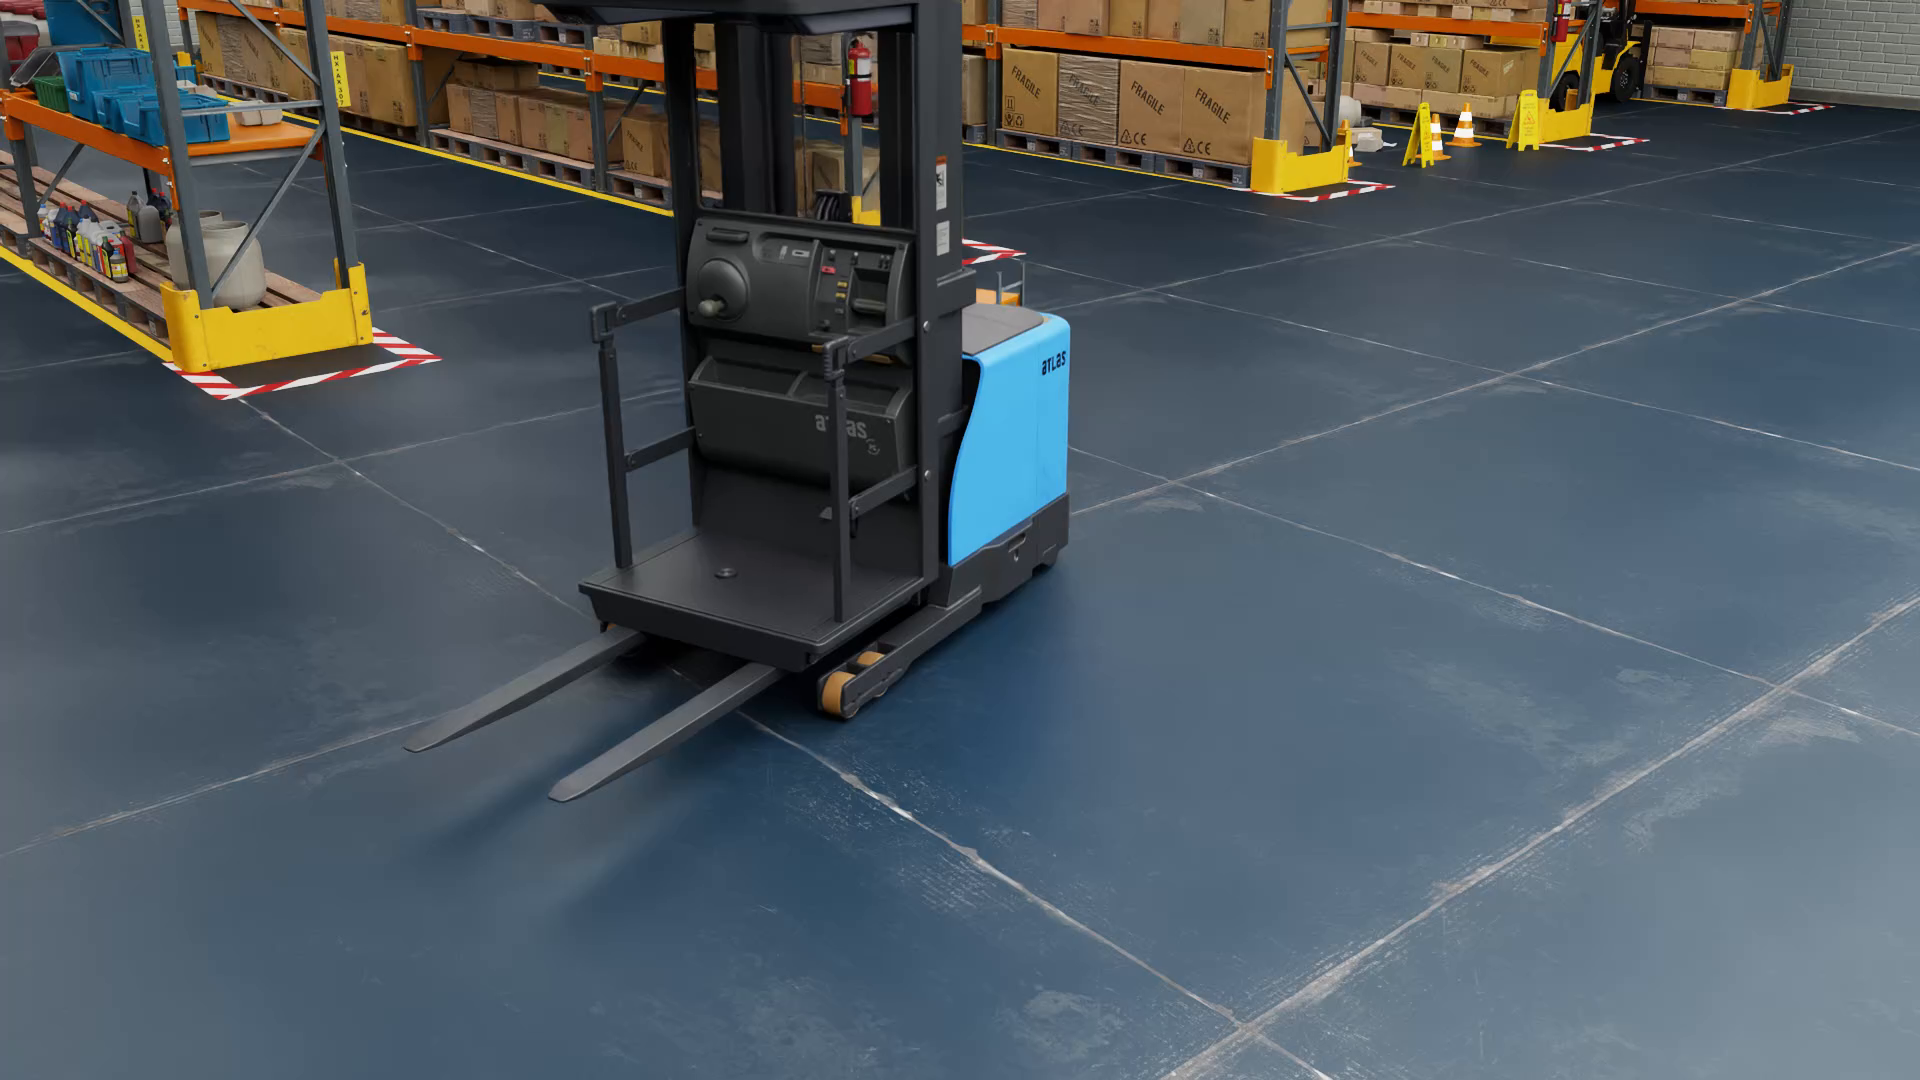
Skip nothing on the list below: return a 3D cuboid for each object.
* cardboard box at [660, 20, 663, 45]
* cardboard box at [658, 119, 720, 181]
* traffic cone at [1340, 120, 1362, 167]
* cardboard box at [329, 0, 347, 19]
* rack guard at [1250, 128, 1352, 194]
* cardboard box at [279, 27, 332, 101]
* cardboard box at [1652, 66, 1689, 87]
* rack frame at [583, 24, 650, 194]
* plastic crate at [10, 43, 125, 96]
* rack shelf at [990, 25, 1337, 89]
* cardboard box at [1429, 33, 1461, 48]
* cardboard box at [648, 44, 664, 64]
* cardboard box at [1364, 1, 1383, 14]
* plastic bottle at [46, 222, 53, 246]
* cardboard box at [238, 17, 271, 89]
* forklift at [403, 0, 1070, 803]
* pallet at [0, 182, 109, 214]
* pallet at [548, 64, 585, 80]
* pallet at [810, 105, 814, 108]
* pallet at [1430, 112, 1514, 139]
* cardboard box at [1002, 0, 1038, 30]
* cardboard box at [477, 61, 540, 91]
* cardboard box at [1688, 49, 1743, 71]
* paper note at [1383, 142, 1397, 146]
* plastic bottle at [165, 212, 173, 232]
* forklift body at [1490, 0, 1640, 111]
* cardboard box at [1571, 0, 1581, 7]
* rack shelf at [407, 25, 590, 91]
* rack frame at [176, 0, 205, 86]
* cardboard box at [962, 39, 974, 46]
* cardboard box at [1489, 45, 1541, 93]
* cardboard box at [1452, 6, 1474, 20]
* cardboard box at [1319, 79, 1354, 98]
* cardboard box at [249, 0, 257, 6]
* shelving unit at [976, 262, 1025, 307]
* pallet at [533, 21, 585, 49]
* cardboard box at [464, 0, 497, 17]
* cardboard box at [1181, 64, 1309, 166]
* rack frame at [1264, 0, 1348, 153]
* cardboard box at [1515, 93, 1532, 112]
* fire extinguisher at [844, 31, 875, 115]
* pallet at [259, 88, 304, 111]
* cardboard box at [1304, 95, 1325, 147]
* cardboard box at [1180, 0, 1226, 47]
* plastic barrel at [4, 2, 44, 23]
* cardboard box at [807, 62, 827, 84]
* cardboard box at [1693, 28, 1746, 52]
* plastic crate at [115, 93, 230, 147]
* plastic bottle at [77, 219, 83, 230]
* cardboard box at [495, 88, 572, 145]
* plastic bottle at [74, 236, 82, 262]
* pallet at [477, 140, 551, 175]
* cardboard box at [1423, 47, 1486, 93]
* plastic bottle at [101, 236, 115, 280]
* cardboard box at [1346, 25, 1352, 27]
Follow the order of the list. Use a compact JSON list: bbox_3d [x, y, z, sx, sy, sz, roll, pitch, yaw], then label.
[{"bbox_3d":[-2.148,-4.644,14.683,0.875,0.500,0.500,-17,27,-37],"label":"cardboard box"},{"bbox_3d":[-2.487,-3.614,15.449,0.500,0.500,0.500,-9,23,-21],"label":"cardboard box"},{"bbox_3d":[4.067,-4.210,17.598,0.336,0.463,0.334,-17,27,-37],"label":"traffic cone"},{"bbox_3d":[-7.212,-6.510,19.856,0.500,0.500,0.500,-17,27,-36],"label":"cardboard box"},{"bbox_3d":[3.353,-3.736,16.336,1.175,0.500,0.348,-17,27,-37],"label":"rack guard"},{"bbox_3d":[-7.886,-6.103,21.291,1.225,0.875,0.875,-17,27,-37],"label":"cardboard box"},{"bbox_3d":[9.916,-6.405,22.918,0.500,0.250,0.500,-17,27,-37],"label":"cardboard box"},{"bbox_3d":[-3.097,-4.859,15.776,1.000,3.000,0.127,-17,27,-37],"label":"rack frame"},{"bbox_3d":[-6.604,-3.476,12.330,0.767,0.338,0.504,-17,27,-37],"label":"plastic crate"},{"bbox_3d":[2.032,-5.124,17.440,1.077,0.370,4.000,-17,27,-37],"label":"rack shelf"},{"bbox_3d":[5.849,-5.994,19.951,0.380,0.149,0.250,-17,27,-37],"label":"cardboard box"},{"bbox_3d":[-2.545,-4.330,14.771,0.380,0.149,0.250,-17,27,-37],"label":"cardboard box"},{"bbox_3d":[5.201,-6.582,20.520,0.380,0.149,0.250,-17,27,-37],"label":"cardboard box"},{"bbox_3d":[-6.840,-2.333,12.561,0.097,0.201,0.097,0,21,0],"label":"plastic bottle"},{"bbox_3d":[-9.277,-6.725,22.879,0.875,0.875,0.875,-17,27,-37],"label":"cardboard box"},{"bbox_3d":[-0.702,-0.924,5.824,1.130,2.935,3.031,12,24,28],"label":"forklift"},{"bbox_3d":[-8.192,-2.926,14.665,1.003,0.211,1.213,-17,27,-37],"label":"pallet"},{"bbox_3d":[-5.761,-7.438,26.184,1.003,0.211,1.213,-17,27,-37],"label":"pallet"},{"bbox_3d":[-2.393,-6.034,22.601,1.003,0.211,1.213,-17,27,-37],"label":"pallet"},{"bbox_3d":[6.469,-5.068,20.134,1.003,0.211,1.213,-17,27,-37],"label":"pallet"},{"bbox_3d":[0.976,-5.982,18.439,0.875,0.550,0.550,-17,27,-37],"label":"cardboard box"},{"bbox_3d":[-4.894,-5.032,18.014,0.500,0.250,0.500,-14,25,-32],"label":"cardboard box"},{"bbox_3d":[10.225,-6.503,22.484,0.500,0.250,0.500,-18,28,-38],"label":"cardboard box"},{"bbox_3d":[4.897,-4.517,18.976,0.142,0.019,0.148,12,24,27],"label":"paper note"},{"bbox_3d":[-5.852,-2.297,12.356,0.061,0.283,0.133,-17,27,-37],"label":"plastic bottle"},{"bbox_3d":[8.160,-6.990,22.381,2.313,2.155,1.214,-17,27,-37],"label":"forklift body"},{"bbox_3d":[6.923,-6.495,19.408,0.500,0.500,0.500,-18,28,-38],"label":"cardboard box"},{"bbox_3d":[-4.402,-5.076,17.318,1.077,0.370,4.000,-17,27,-37],"label":"rack shelf"},{"bbox_3d":[-10.930,-8.174,24.241,1.000,3.000,0.127,-17,27,-37],"label":"rack frame"},{"bbox_3d":[0.249,-8.234,26.732,0.875,0.875,0.875,-16,27,-36],"label":"cardboard box"},{"bbox_3d":[6.689,-5.672,20.019,0.500,0.500,0.500,-19,28,-39],"label":"cardboard box"},{"bbox_3d":[6.024,-6.231,19.625,0.380,0.149,0.250,-17,27,-37],"label":"cardboard box"},{"bbox_3d":[4.948,-5.761,21.274,0.500,0.250,0.500,-16,26,-34],"label":"cardboard box"},{"bbox_3d":[-9.102,-7.100,21.843,0.380,0.149,0.250,-18,28,-38],"label":"cardboard box"},{"bbox_3d":[0.008,-0.667,7.542,0.503,1.200,0.258,12,24,27],"label":"shelving unit"},{"bbox_3d":[-3.486,-5.015,16.438,1.003,0.211,1.213,-17,27,-37],"label":"pallet"},{"bbox_3d":[-4.788,-5.572,17.226,0.500,0.250,0.500,-18,28,-39],"label":"cardboard box"},{"bbox_3d":[2.845,-4.284,16.647,0.875,0.875,0.875,-17,27,-37],"label":"cardboard box"},{"bbox_3d":[3.338,-4.906,15.898,1.000,3.000,0.127,-17,27,-37],"label":"rack frame"},{"bbox_3d":[6.705,-5.317,20.139,0.500,0.250,0.500,-18,28,-38],"label":"cardboard box"},{"bbox_3d":[-0.760,-3.576,12.607,0.296,0.674,0.183,-17,27,-37],"label":"fire extinguisher"},{"bbox_3d":[-8.756,-5.999,22.511,1.003,0.211,1.213,-17,27,-37],"label":"pallet"},{"bbox_3d":[3.957,-4.833,19.133,0.637,0.503,0.797,3,22,9],"label":"cardboard box"},{"bbox_3d":[2.686,-5.215,16.479,0.875,0.550,0.550,-17,27,-37],"label":"cardboard box"},{"bbox_3d":[-7.786,-4.262,14.066,0.433,0.535,0.433,0,21,0],"label":"plastic barrel"},{"bbox_3d":[-0.991,-3.735,13.252,0.380,0.149,0.250,-17,27,-37],"label":"cardboard box"},{"bbox_3d":[10.243,-6.729,22.375,0.500,0.250,0.500,-16,27,-36],"label":"cardboard box"},{"bbox_3d":[-4.792,-2.572,10.142,0.499,0.251,0.616,-17,27,-37],"label":"plastic crate"},{"bbox_3d":[-6.389,-2.208,12.147,0.097,0.271,0.097,0,21,0],"label":"plastic bottle"},{"bbox_3d":[-4.508,-4.519,17.733,0.700,0.500,0.500,-15,26,-33],"label":"cardboard box"},{"bbox_3d":[-6.346,-2.124,12.027,0.097,0.201,0.097,0,21,0],"label":"plastic bottle"},{"bbox_3d":[-4.407,-4.112,17.694,1.003,0.211,1.213,-17,27,-37],"label":"pallet"},{"bbox_3d":[5.958,-5.680,20.038,0.500,0.500,0.500,-16,27,-36],"label":"cardboard box"},{"bbox_3d":[-5.859,-1.945,11.459,0.061,0.283,0.133,-17,27,-36],"label":"plastic bottle"},{"bbox_3d":[6.387,-8.241,27.092,0.875,0.625,0.625,-16,27,-36],"label":"cardboard box"}]
